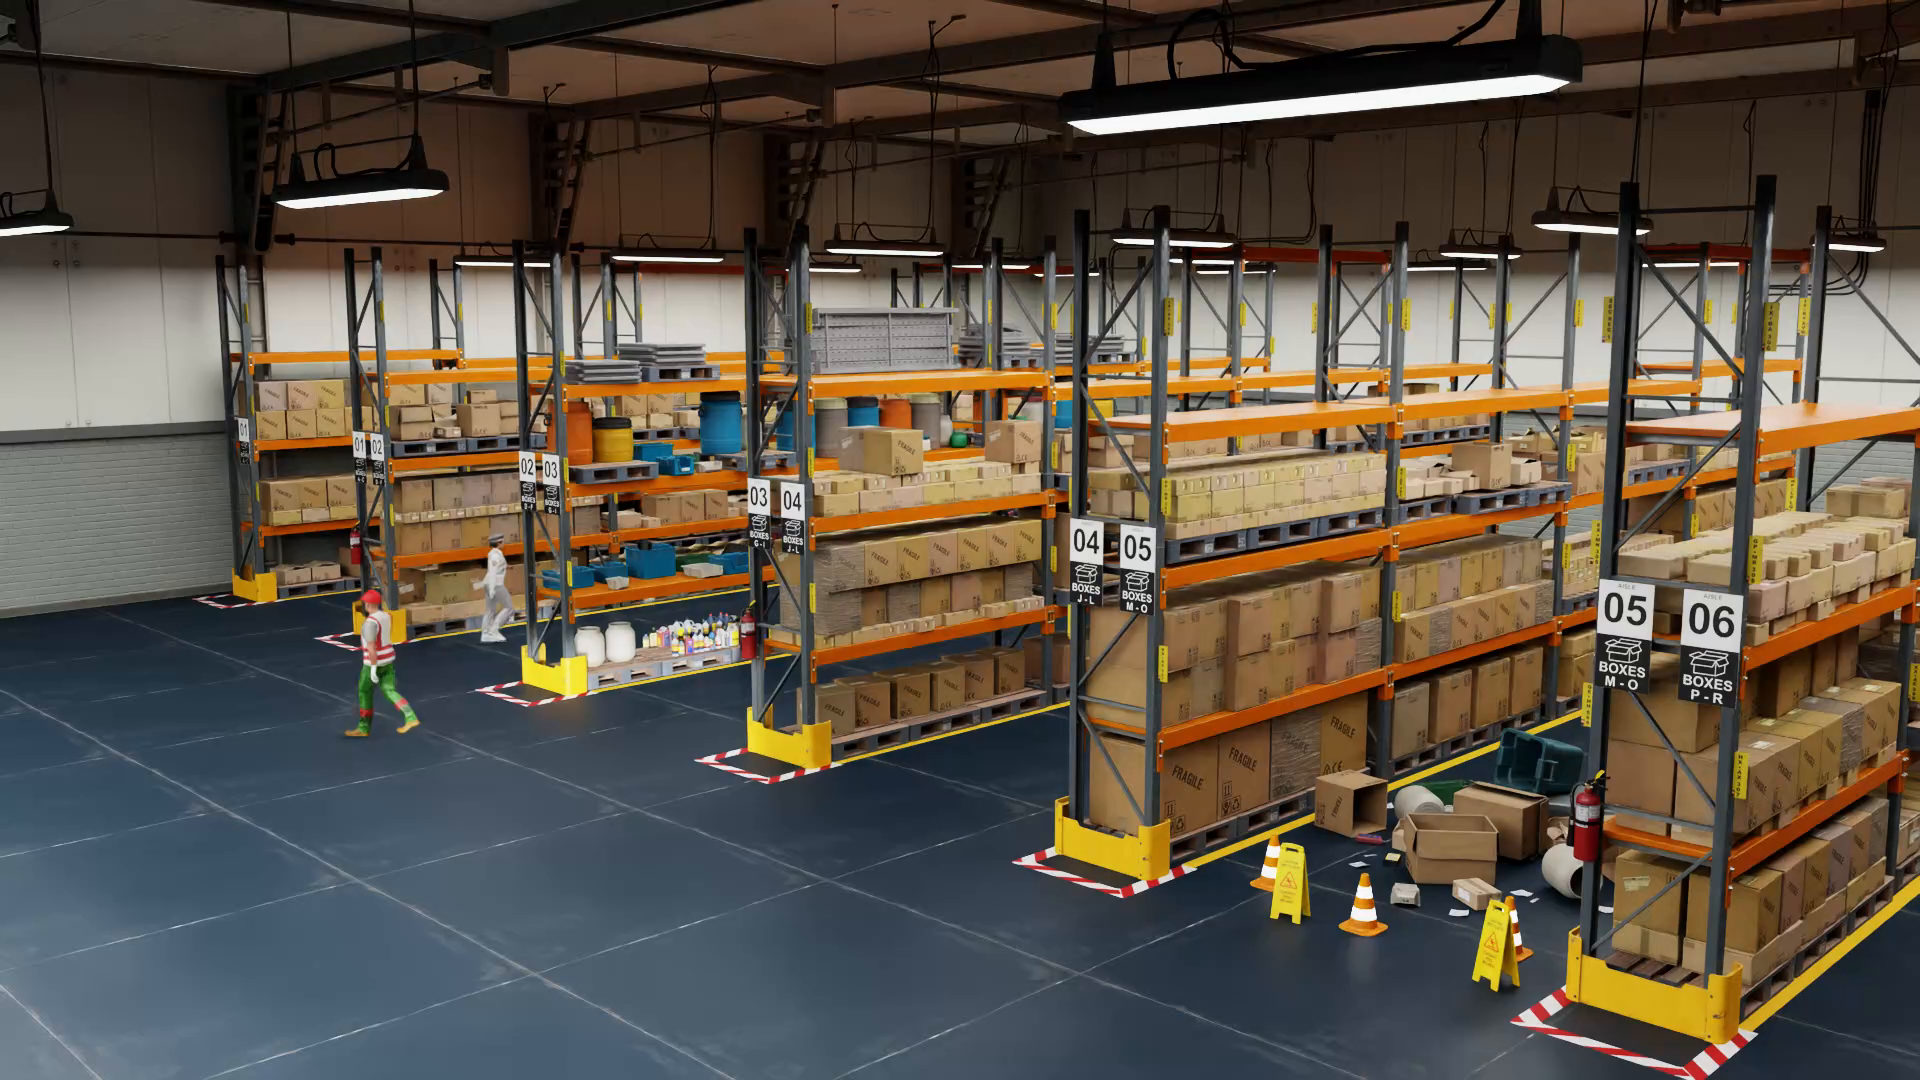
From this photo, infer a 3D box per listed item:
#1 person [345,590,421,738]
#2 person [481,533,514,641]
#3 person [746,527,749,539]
[{"bbox_3d":[-6.936,1.474,19.910,0.832,1.776,0.539,2,8,14],"label":"person"},{"bbox_3d":[-7.146,0.724,25.508,0.480,1.657,0.502,-5,10,-33],"label":"person"},{"bbox_3d":[-4.210,-0.414,33.689,0.492,1.615,0.553,-6,10,-34],"label":"person"}]
